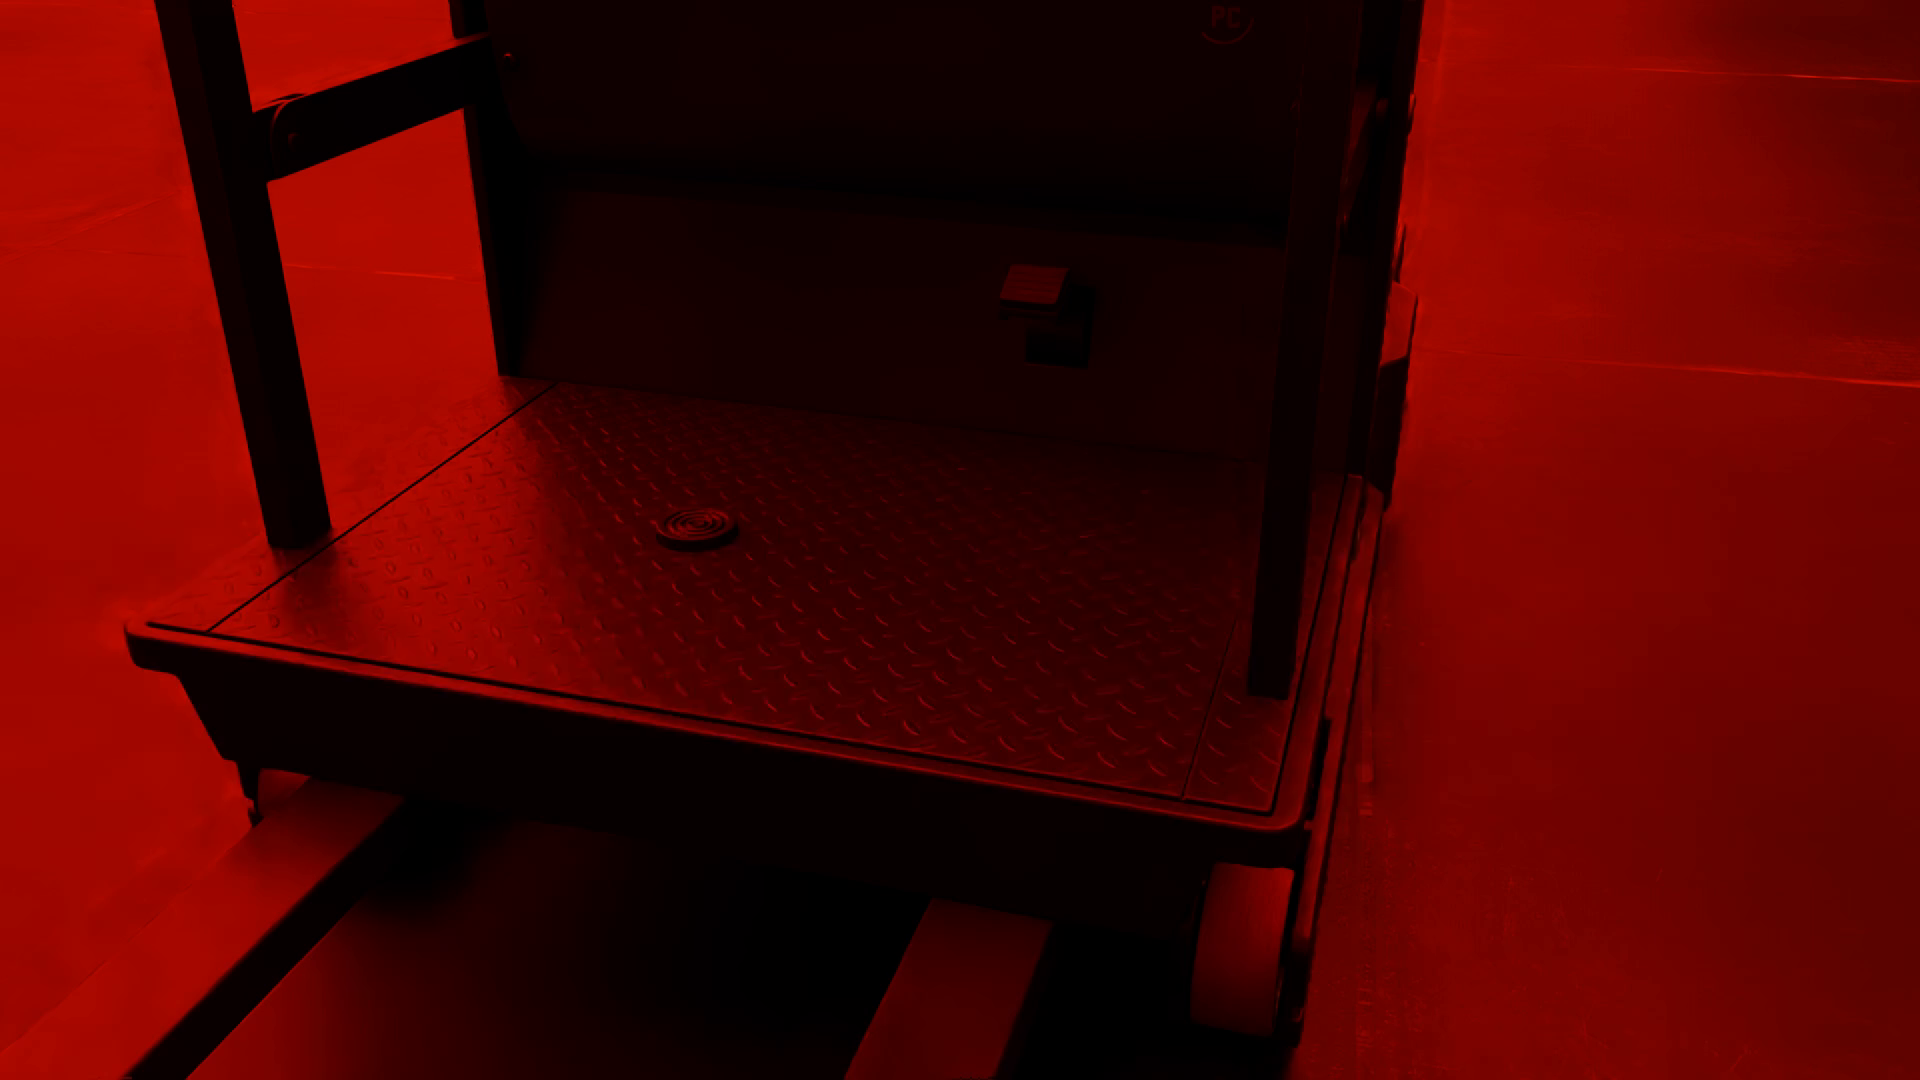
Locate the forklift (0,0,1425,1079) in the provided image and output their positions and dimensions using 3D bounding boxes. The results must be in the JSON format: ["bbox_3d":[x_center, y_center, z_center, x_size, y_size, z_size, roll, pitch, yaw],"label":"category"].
[{"bbox_3d":[-0.128,-1.040,1.308,1.130,2.935,3.031,8,28,15],"label":"forklift"}]
